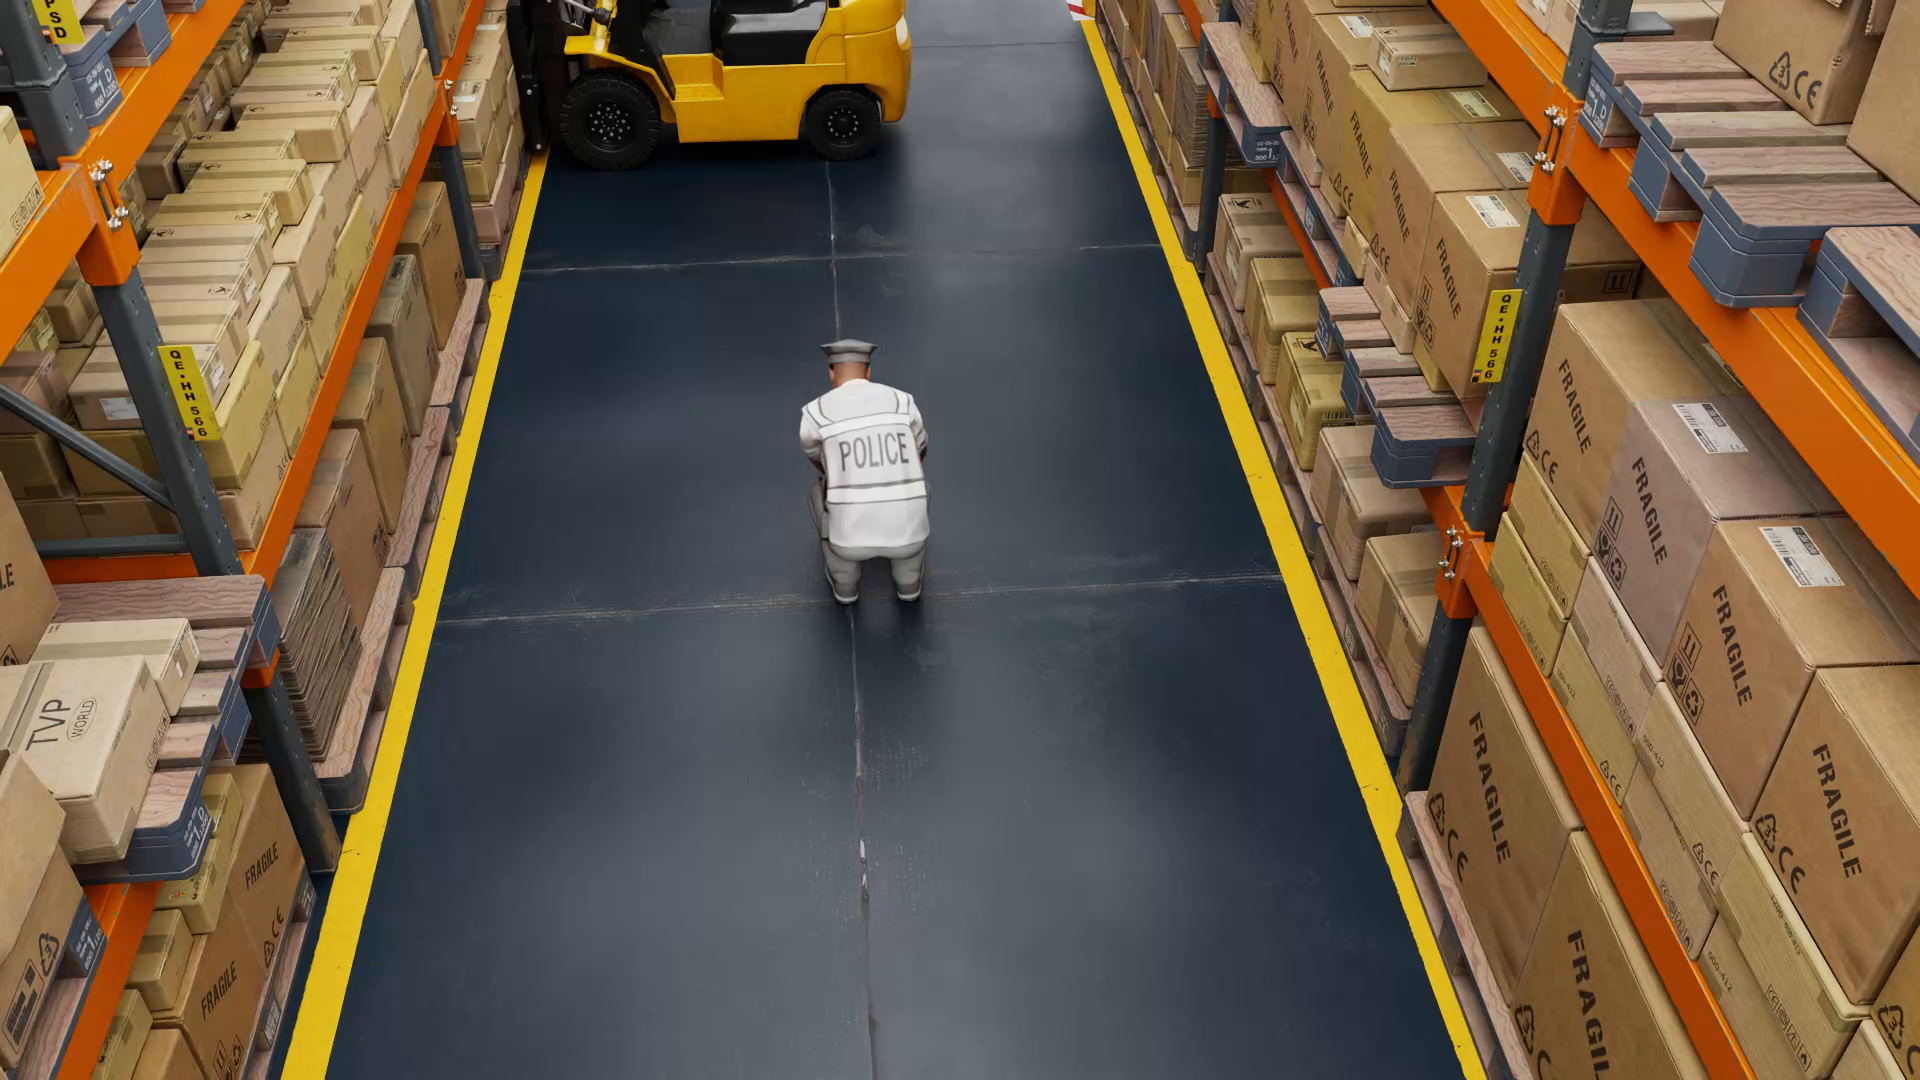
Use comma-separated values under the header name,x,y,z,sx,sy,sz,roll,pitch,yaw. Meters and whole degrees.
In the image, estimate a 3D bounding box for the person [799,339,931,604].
name,x,y,z,sx,sy,sz,roll,pitch,yaw
person,-0.396,-0.287,7.107,0.561,1.009,0.903,-3,39,-4
